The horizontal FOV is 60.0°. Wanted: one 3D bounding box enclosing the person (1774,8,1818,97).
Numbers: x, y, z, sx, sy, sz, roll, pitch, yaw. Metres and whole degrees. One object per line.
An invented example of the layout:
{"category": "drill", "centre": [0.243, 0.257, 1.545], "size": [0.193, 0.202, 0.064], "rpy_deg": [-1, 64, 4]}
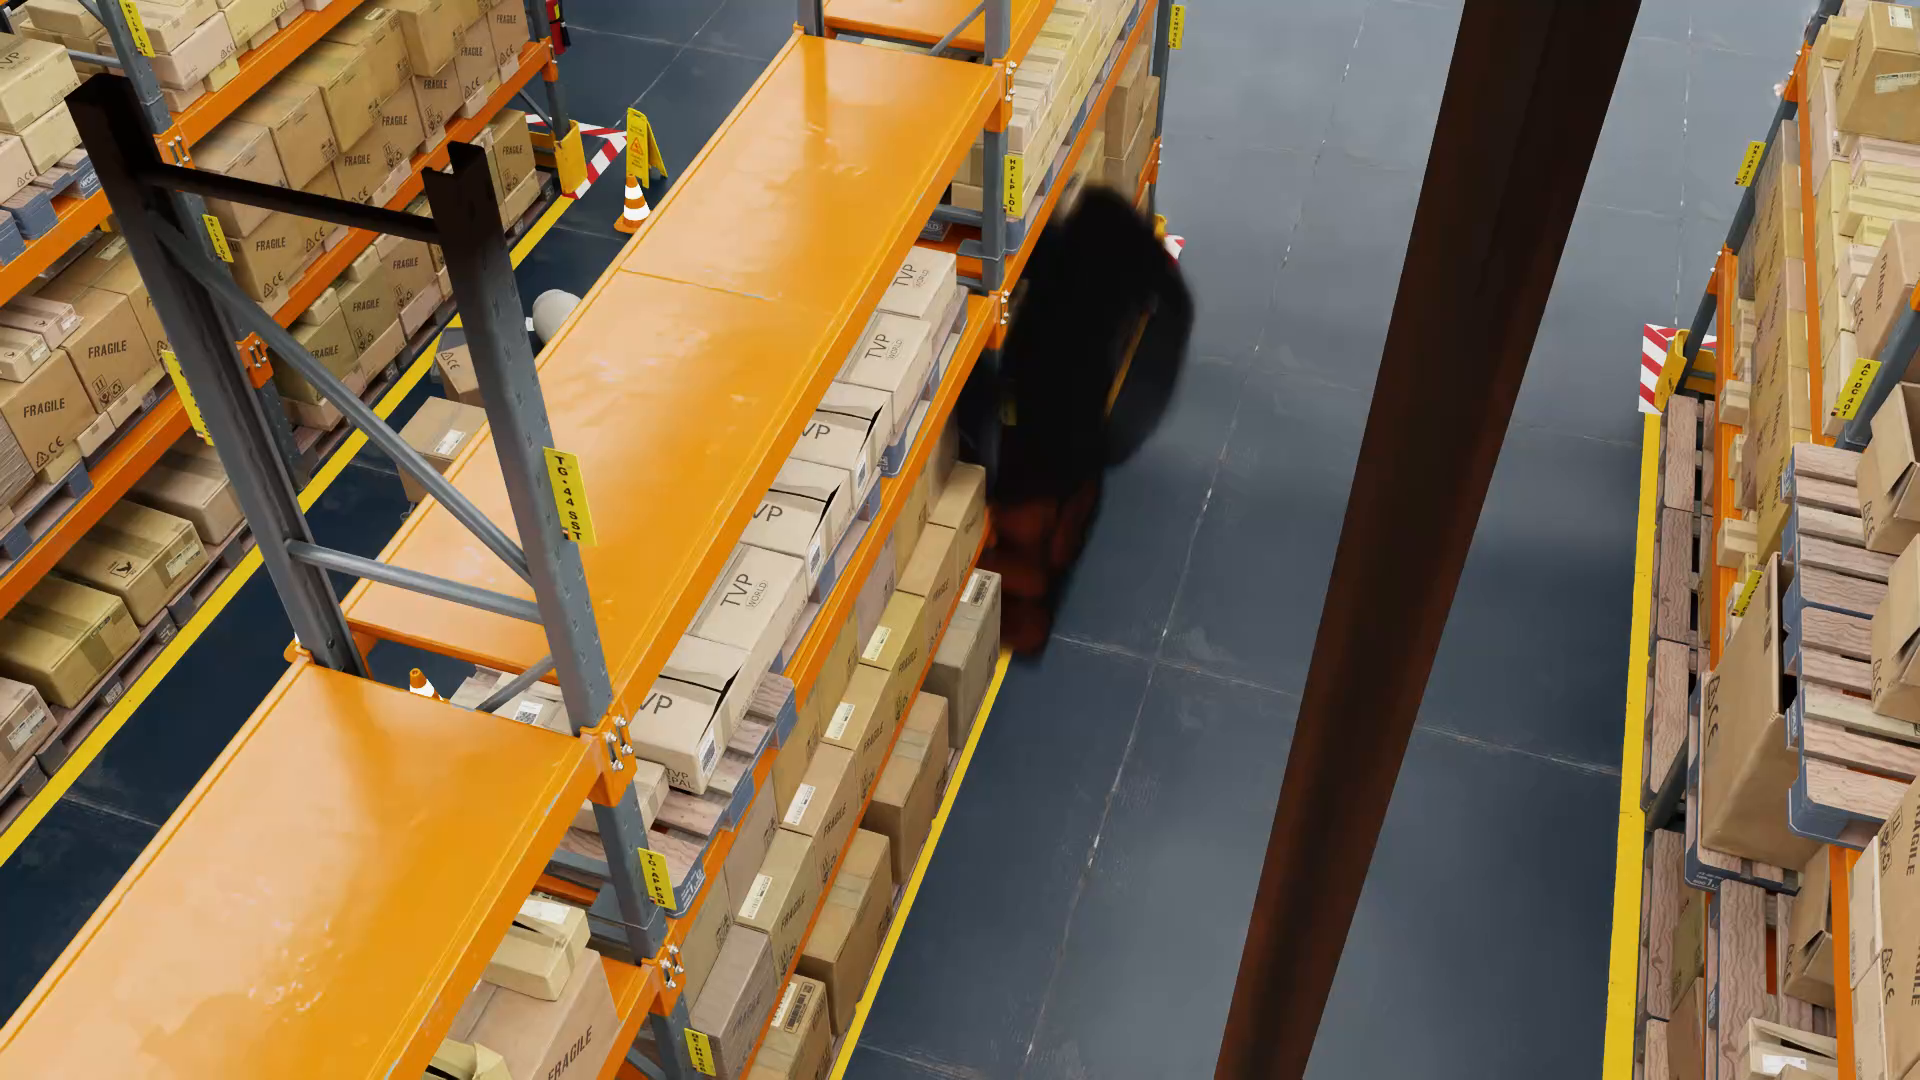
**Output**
{"category": "person", "centre": [7.013, -3.480, 13.457], "size": [0.840, 1.560, 0.694], "rpy_deg": [30, 53, 26]}
